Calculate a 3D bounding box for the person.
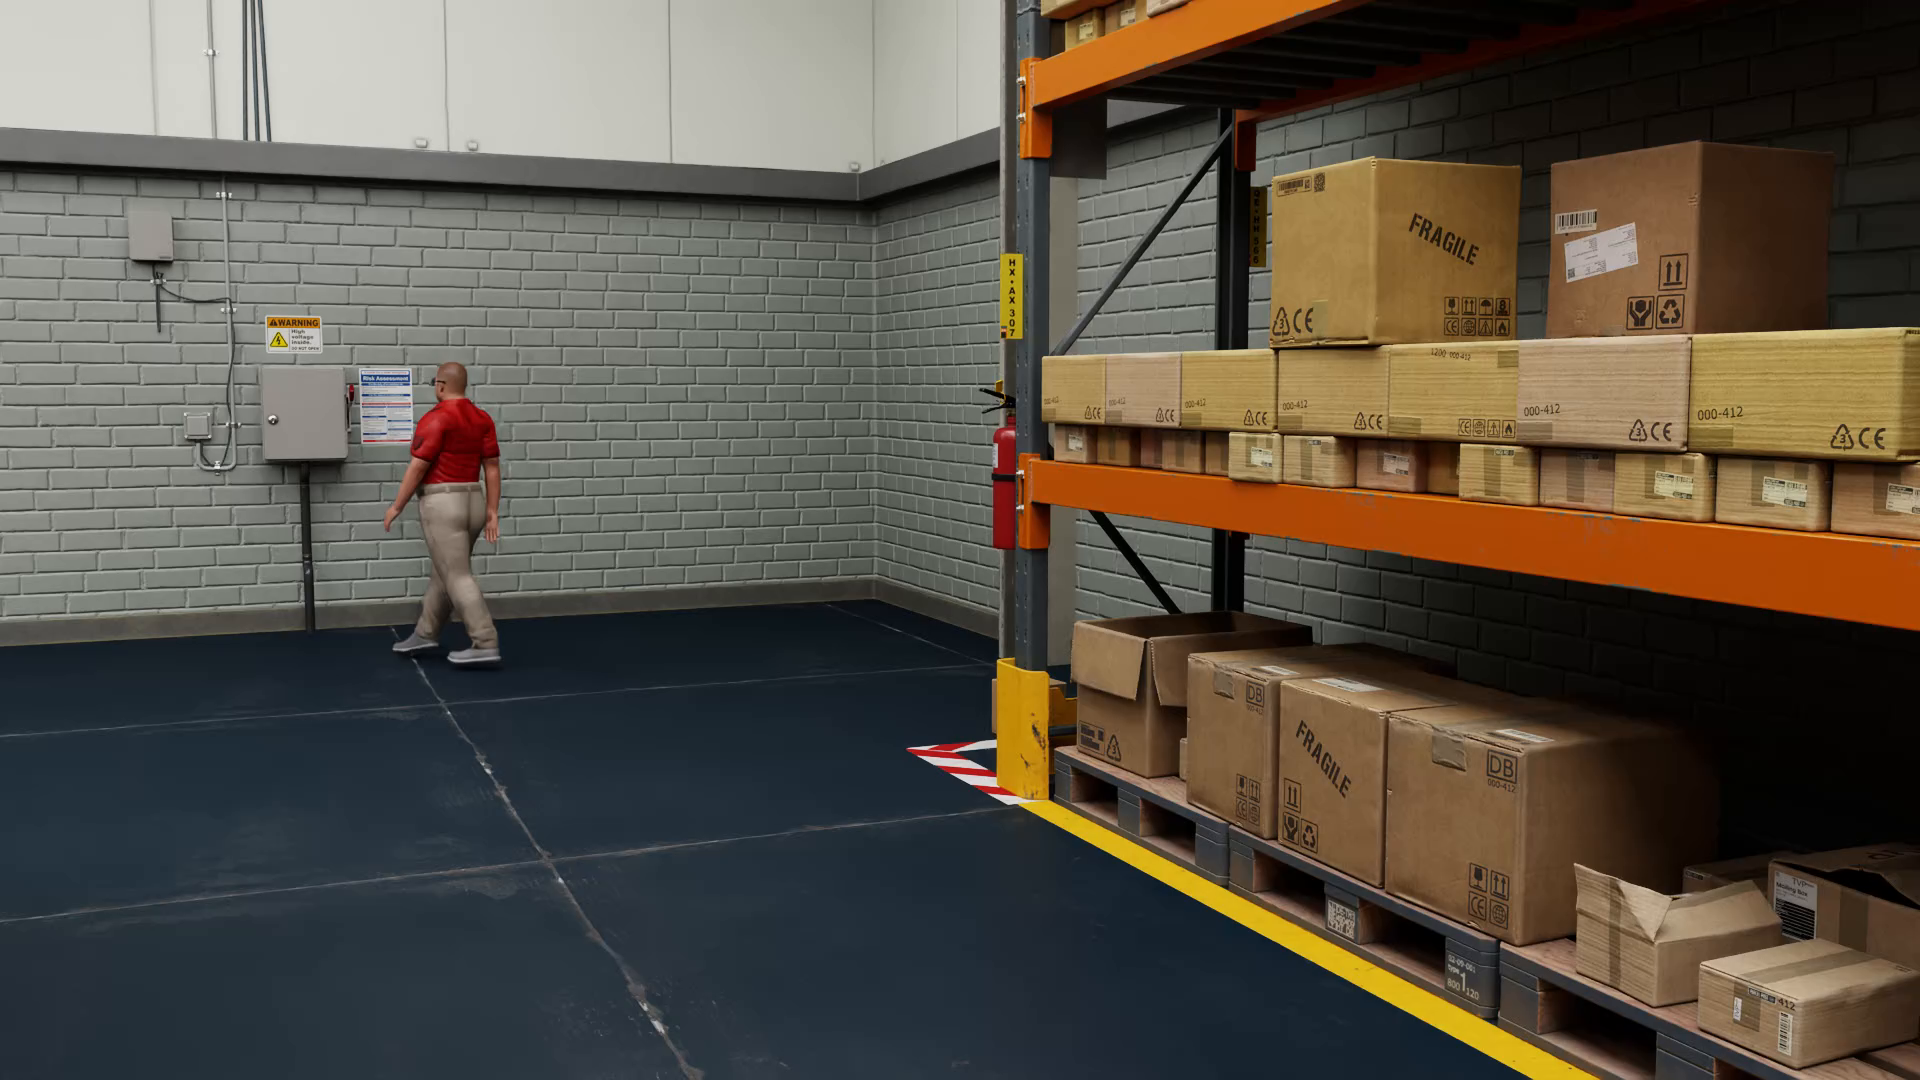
[{"bbox_3d":[-2.980,-0.156,9.413,0.916,1.692,0.546,2,6,23],"label":"person"}]
